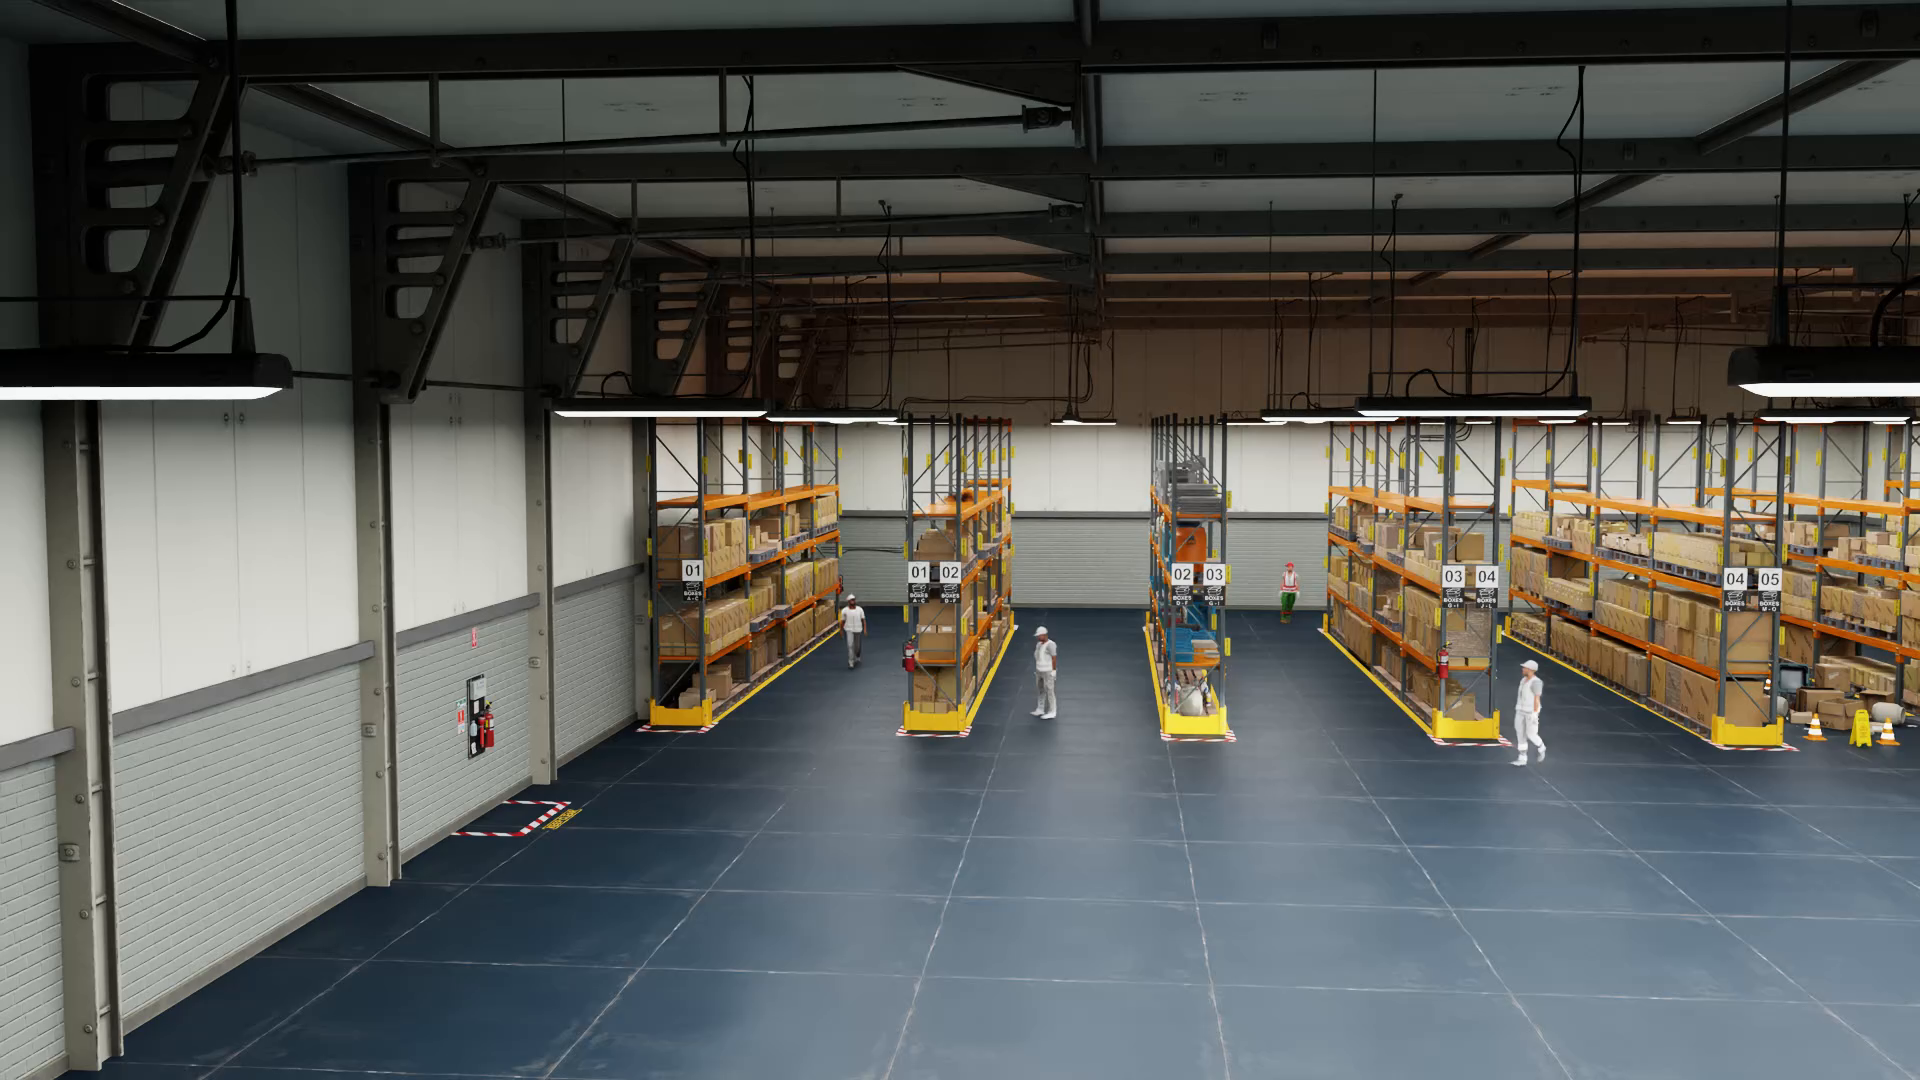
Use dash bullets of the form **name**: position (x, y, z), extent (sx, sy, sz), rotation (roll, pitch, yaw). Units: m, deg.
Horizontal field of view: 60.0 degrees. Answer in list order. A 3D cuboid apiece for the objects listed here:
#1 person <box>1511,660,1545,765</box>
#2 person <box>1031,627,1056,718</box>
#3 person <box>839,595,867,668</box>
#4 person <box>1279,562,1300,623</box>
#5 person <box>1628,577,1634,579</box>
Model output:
- **person**: position (9.644, 2.921, 28.142), extent (0.591, 1.787, 0.499), rotation (-3, 5, -36)
- **person**: position (1.651, 2.607, 32.971), extent (0.424, 1.780, 0.633), rotation (-2, 4, -28)
- **person**: position (-2.558, 2.182, 39.897), extent (0.666, 1.724, 0.975), rotation (0, 4, -6)
- **person**: position (9.684, 1.564, 48.900), extent (0.596, 1.813, 0.461), rotation (0, 4, 3)
- **person**: position (17.783, 1.874, 44.166), extent (0.426, 1.773, 0.585), rotation (1, 4, 17)
